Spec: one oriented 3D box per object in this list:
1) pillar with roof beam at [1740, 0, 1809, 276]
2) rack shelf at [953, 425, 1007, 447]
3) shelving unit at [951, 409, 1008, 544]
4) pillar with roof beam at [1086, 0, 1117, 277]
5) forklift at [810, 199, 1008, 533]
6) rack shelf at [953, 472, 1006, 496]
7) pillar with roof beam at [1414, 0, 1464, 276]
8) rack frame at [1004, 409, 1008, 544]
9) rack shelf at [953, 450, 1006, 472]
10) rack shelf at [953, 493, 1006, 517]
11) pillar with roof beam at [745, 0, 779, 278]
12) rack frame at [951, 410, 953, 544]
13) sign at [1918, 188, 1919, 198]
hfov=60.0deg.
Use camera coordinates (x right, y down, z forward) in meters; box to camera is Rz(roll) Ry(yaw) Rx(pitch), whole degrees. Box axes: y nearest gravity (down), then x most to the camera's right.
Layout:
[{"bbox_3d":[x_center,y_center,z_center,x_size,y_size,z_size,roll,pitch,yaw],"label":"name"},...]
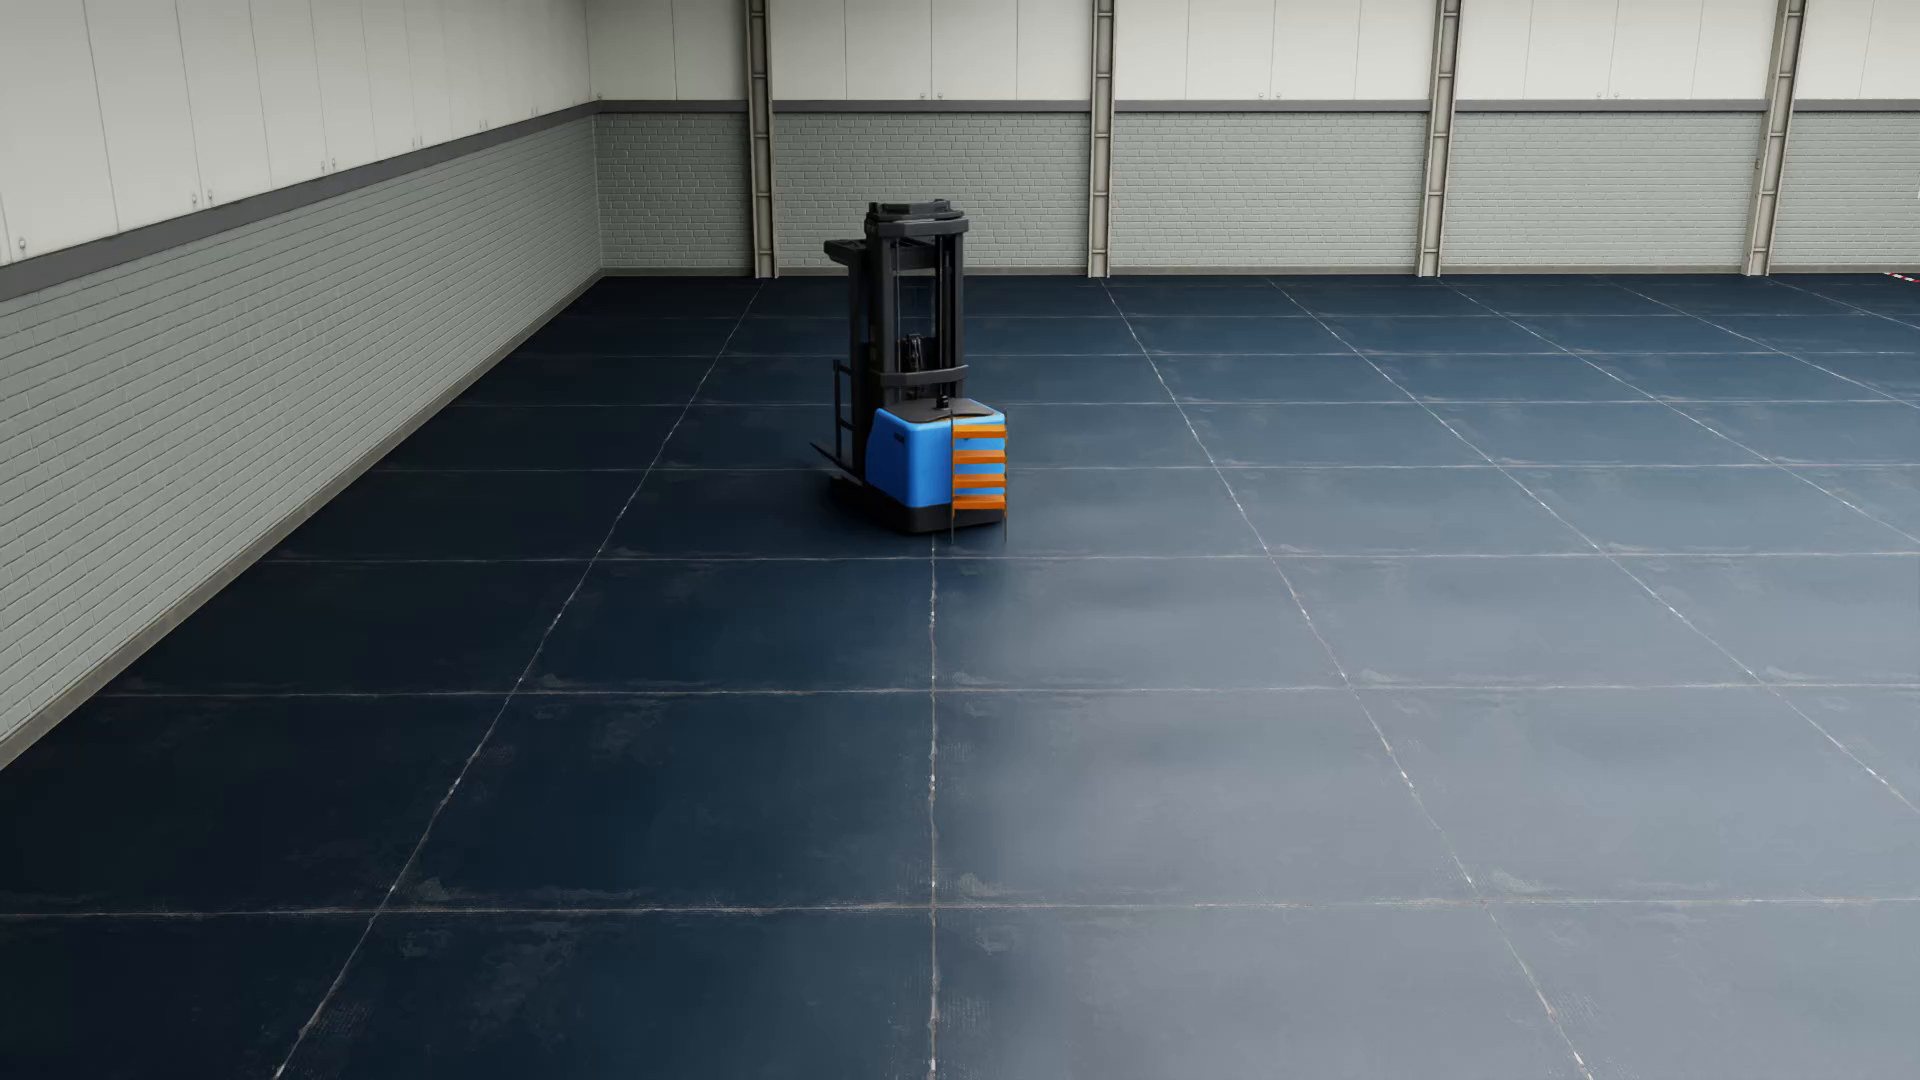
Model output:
[{"bbox_3d":[14.573,-7.823,24.906,0.400,9.000,9.100,0,18,-1],"label":"pillar with roof beam"},{"bbox_3d":[0.171,-0.945,14.944,0.480,0.148,0.258,-1,18,-2],"label":"rack shelf"},{"bbox_3d":[0.171,-0.571,15.063,0.503,1.200,0.258,-1,18,-2],"label":"shelving unit"},{"bbox_3d":[2.574,-7.766,24.726,0.400,9.000,9.100,0,18,-1],"label":"pillar with roof beam"},{"bbox_3d":[-0.648,-1.867,16.271,1.130,2.935,3.031,-8,20,-25],"label":"forklift"},{"bbox_3d":[0.171,-0.506,15.083,0.480,0.148,0.258,-1,18,-2],"label":"rack shelf"},{"bbox_3d":[8.574,-7.794,24.816,0.400,9.000,9.100,0,18,-1],"label":"pillar with roof beam"},{"bbox_3d":[0.415,-0.574,15.073,0.015,1.200,0.240,-1,18,-2],"label":"rack frame"},{"bbox_3d":[0.171,-0.720,15.016,0.480,0.148,0.258,-1,18,-2],"label":"rack shelf"},{"bbox_3d":[0.171,-0.317,15.144,0.480,0.148,0.258,-1,18,-2],"label":"rack shelf"},{"bbox_3d":[-3.425,-7.737,24.635,0.400,9.000,9.100,0,18,-1],"label":"pillar with roof beam"},{"bbox_3d":[-0.073,-0.568,15.054,0.015,1.200,0.240,-1,18,-2],"label":"rack frame"},{"bbox_3d":[17.478,-6.356,30.095,0.234,0.329,0.001,0,18,-1],"label":"sign"}]
